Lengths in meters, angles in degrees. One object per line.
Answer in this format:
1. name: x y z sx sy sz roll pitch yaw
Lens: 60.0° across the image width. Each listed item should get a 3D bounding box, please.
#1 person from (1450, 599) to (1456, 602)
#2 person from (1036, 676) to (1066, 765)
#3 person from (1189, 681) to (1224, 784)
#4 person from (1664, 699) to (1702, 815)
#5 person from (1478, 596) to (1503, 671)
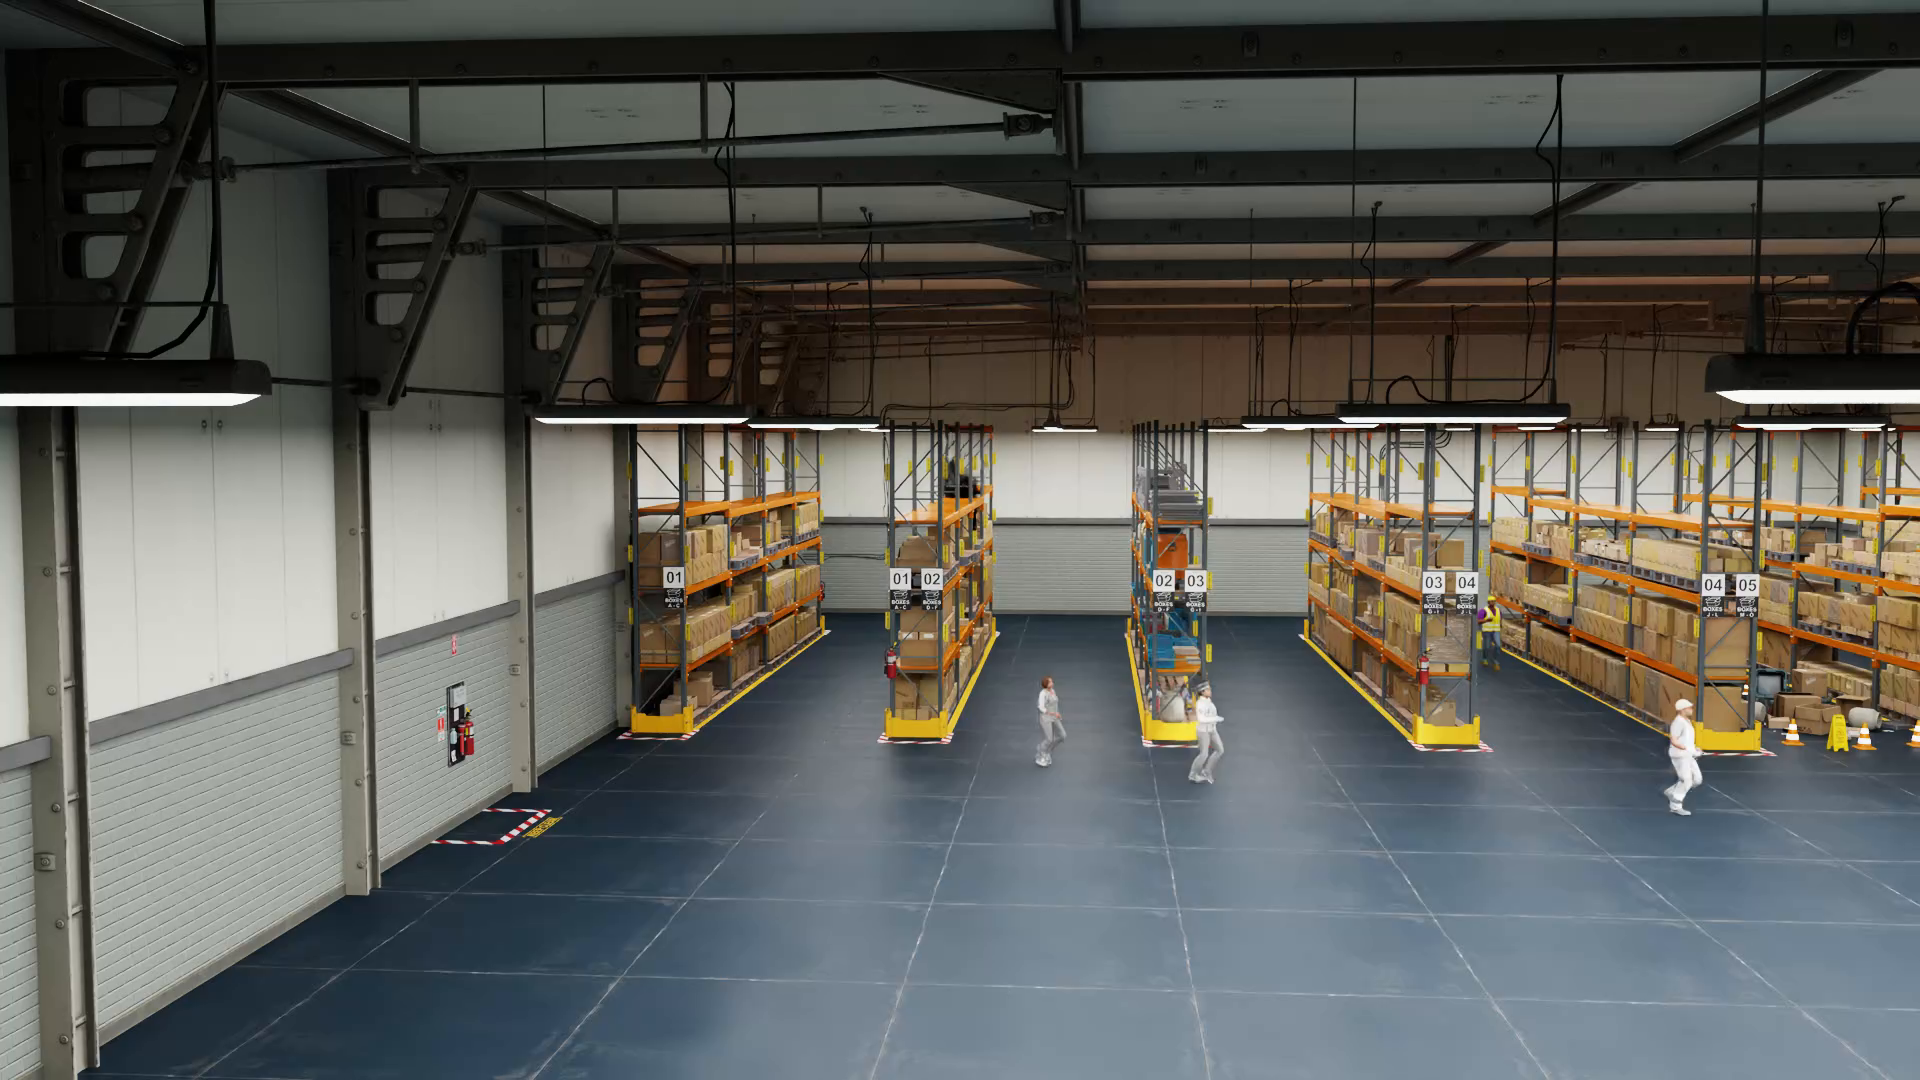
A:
1. person: 13.378 2.013 45.706 0.608 1.631 0.555 2 4 31
2. person: 1.558 3.120 28.748 0.565 1.557 0.553 3 4 35
3. person: 4.070 3.160 27.231 0.630 1.711 0.594 2 4 32
4. person: 10.875 3.261 25.010 0.586 1.745 0.661 3 5 39
5. person: 12.958 2.266 40.573 0.677 1.823 0.737 0 4 -3
